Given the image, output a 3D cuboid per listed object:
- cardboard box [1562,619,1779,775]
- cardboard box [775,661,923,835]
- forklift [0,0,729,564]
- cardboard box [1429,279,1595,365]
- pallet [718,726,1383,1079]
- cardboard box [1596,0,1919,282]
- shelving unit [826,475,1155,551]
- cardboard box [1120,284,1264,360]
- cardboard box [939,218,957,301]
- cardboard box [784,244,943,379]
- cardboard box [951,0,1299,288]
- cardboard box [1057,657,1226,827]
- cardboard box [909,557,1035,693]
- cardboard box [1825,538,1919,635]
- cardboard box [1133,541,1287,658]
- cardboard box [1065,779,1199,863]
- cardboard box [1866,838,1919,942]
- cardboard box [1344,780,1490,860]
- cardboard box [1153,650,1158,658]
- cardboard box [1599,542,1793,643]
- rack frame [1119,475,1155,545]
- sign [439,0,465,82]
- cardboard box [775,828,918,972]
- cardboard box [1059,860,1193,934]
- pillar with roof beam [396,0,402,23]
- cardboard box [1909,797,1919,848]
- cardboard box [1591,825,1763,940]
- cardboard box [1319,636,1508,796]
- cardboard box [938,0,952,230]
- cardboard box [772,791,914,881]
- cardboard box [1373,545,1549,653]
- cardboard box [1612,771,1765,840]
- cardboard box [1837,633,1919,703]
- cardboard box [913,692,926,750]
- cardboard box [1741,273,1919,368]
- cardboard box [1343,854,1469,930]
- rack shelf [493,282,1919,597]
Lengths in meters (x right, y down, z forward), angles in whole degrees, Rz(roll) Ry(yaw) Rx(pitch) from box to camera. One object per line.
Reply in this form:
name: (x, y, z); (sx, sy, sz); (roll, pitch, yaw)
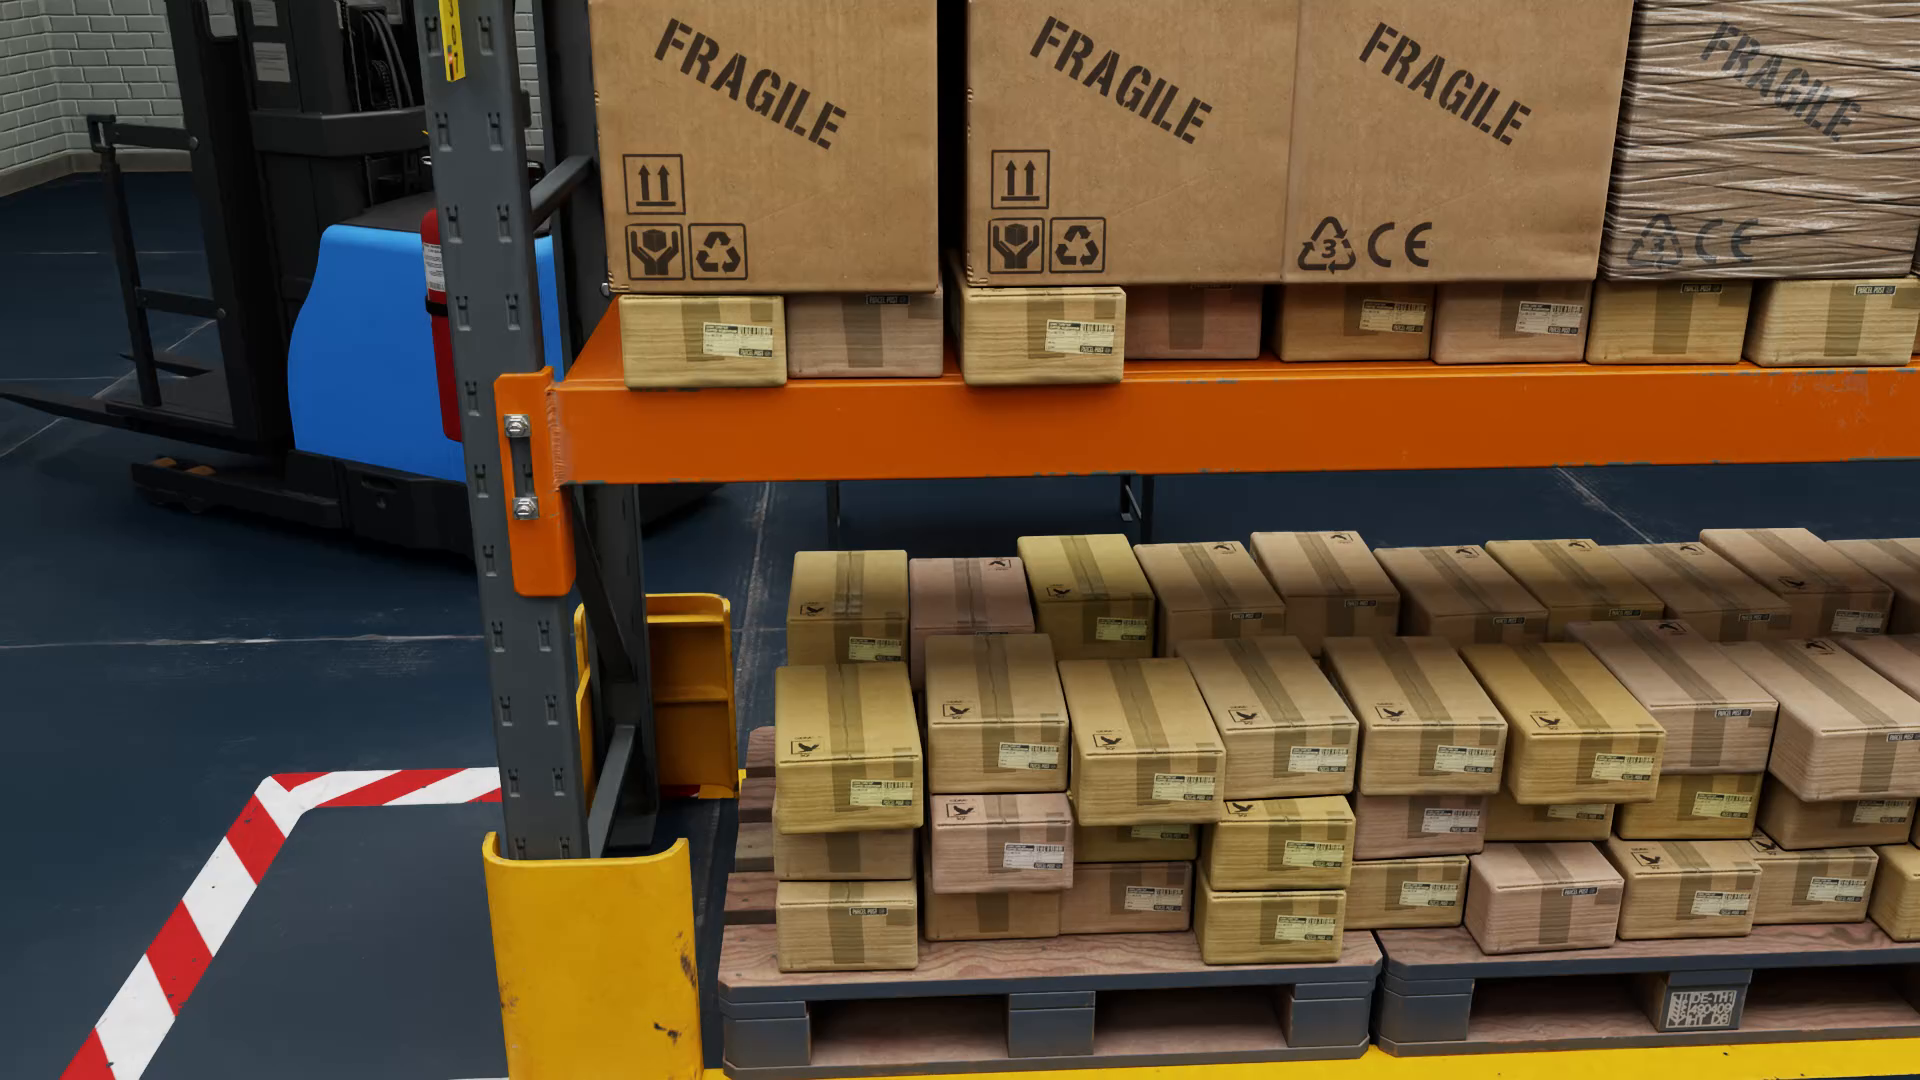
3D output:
cardboard box: (1.351, 0.297, 3.206); (0.250, 0.149, 0.380); (-1, 21, -3)
cardboard box: (-0.207, 0.370, 3.015); (0.250, 0.149, 0.380); (-2, 21, -6)
forklift: (-2.373, -1.616, 5.747); (3.031, 2.935, 1.130); (11, 23, 26)
cardboard box: (0.887, -0.423, 2.870); (0.250, 0.149, 0.380); (-2, 21, -4)
pallet: (0.140, 0.699, 3.488); (1.213, 0.211, 1.003); (-1, 21, -3)
cardboard box: (1.246, -0.733, 2.772); (0.500, 0.500, 0.500); (-2, 21, -4)
shelving unit: (0.085, -0.703, 5.359); (1.048, 1.500, 0.538); (-1, 21, -3)
cardboard box: (0.367, -0.431, 2.892); (0.250, 0.149, 0.380); (0, 21, -1)
cardboard box: (0.060, -0.590, 3.309); (0.250, 0.149, 0.380); (-1, 21, -4)
cardboard box: (-0.155, -0.391, 2.786); (0.250, 0.149, 0.380); (0, 21, -1)
cardboard box: (0.248, -0.715, 2.725); (0.500, 0.500, 0.500); (-1, 21, -3)
cardboard box: (0.320, 0.362, 3.036); (0.250, 0.149, 0.380); (-1, 21, -3)
cardboard box: (0.019, 0.174, 3.528); (0.250, 0.149, 0.380); (-1, 21, -2)
cardboard box: (2.101, 0.132, 3.638); (0.250, 0.149, 0.380); (-2, 21, -4)
cardboard box: (0.532, 0.141, 3.615); (0.250, 0.149, 0.380); (-2, 21, -5)
cardboard box: (0.304, 0.457, 3.203); (0.250, 0.149, 0.380); (-1, 21, -2)
cardboard box: (1.839, 0.606, 3.229); (0.250, 0.149, 0.380); (-1, 21, -3)
cardboard box: (0.826, 0.451, 3.218); (0.250, 0.149, 0.380); (-2, 21, -6)
cardboard box: (0.554, 0.306, 3.599); (0.250, 0.149, 0.380); (-1, 21, -4)
cardboard box: (1.575, 0.143, 3.609); (0.250, 0.149, 0.380); (-2, 21, -5)
rack frame: (0.593, -0.713, 5.386); (0.032, 1.500, 0.500); (-1, 21, -3)
sign: (-0.718, -0.810, 2.317); (0.005, 0.325, 0.100); (-1, 21, -3)
cardboard box: (-0.208, 0.641, 3.139); (0.250, 0.149, 0.380); (-1, 21, -2)
cardboard box: (0.296, 0.599, 3.249); (0.250, 0.149, 0.380); (-1, 21, -2)
pillar with roof beam: (-3.917, -5.658, 7.834); (0.400, 9.000, 9.100); (-1, 21, -3)
cardboard box: (1.903, 0.441, 3.246); (0.250, 0.149, 0.380); (-1, 21, -2)
cardboard box: (1.336, 0.604, 3.234); (0.250, 0.149, 0.380); (-1, 21, -3)
cardboard box: (0.841, 0.325, 3.132); (0.250, 0.149, 0.380); (0, 21, -1)
cardboard box: (0.199, -0.893, 3.193); (0.500, 0.500, 0.500); (-1, 21, -4)
cardboard box: (-0.212, 0.479, 3.145); (0.250, 0.149, 0.380); (0, 21, -1)
cardboard box: (1.067, 0.150, 3.592); (0.250, 0.149, 0.380); (-2, 21, -5)
cardboard box: (1.365, 0.429, 3.276); (0.250, 0.149, 0.380); (0, 21, -1)
cardboard box: (1.874, 0.321, 3.143); (0.250, 0.149, 0.380); (-2, 21, -6)
cardboard box: (0.025, 0.300, 3.615); (0.250, 0.149, 0.380); (-2, 21, -4)
cardboard box: (1.416, -0.416, 2.851); (0.250, 0.149, 0.380); (-1, 21, -2)
cardboard box: (0.807, 0.593, 3.263); (0.250, 0.149, 0.380); (-1, 21, -3)
rack shelf: (1.247, -0.303, 3.212); (4.000, 0.370, 1.077); (-1, 21, -3)
